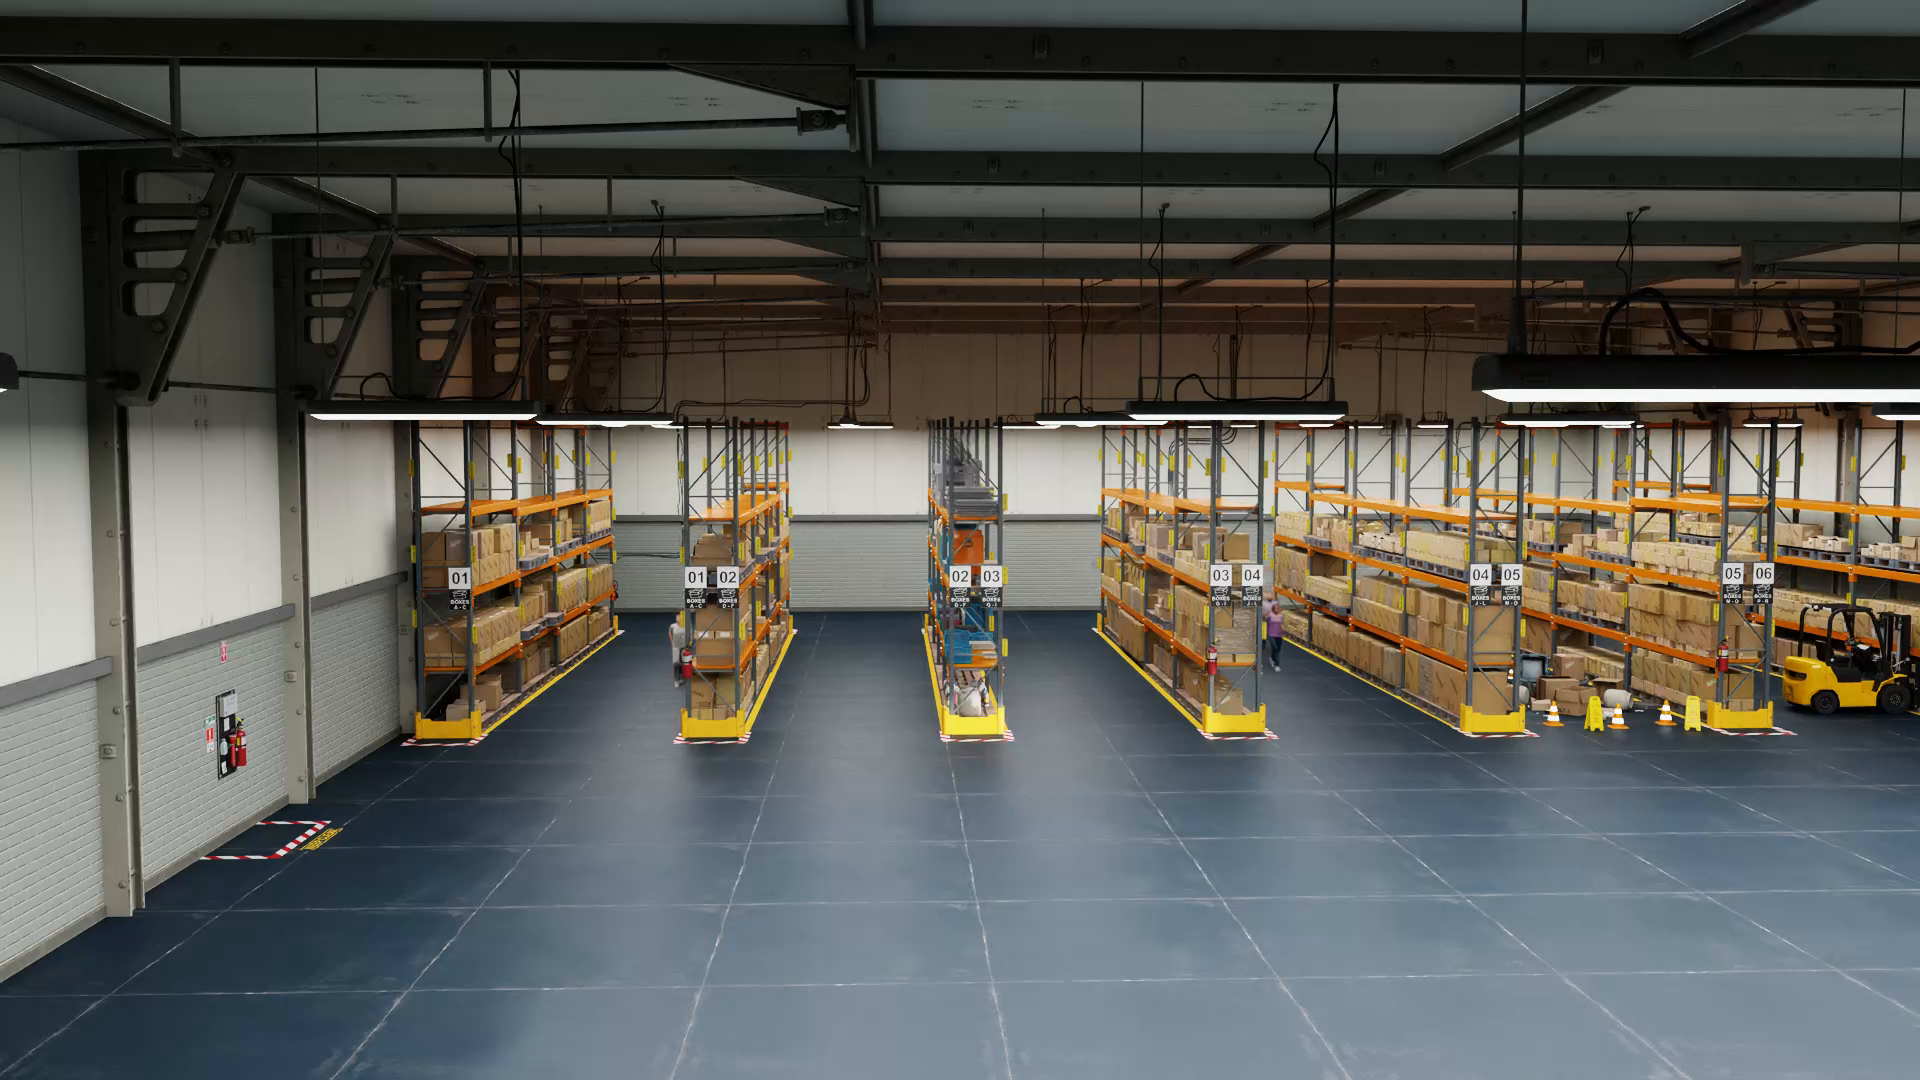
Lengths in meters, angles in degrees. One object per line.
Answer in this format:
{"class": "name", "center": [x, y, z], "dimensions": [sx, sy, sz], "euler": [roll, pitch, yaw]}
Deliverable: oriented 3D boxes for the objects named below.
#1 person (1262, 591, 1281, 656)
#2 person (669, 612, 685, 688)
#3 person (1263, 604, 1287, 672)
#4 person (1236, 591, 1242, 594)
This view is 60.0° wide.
{"class": "person", "center": [7.929, 2.109, 42.491], "dimensions": [0.619, 1.589, 1.044], "euler": [0, 4, 0]}
{"class": "person", "center": [-6.294, 2.464, 37.399], "dimensions": [0.480, 1.700, 0.818], "euler": [-1, 4, -11]}
{"class": "person", "center": [7.542, 2.311, 39.798], "dimensions": [0.538, 1.582, 0.893], "euler": [-1, 4, -9]}
{"class": "person", "center": [7.781, 1.797, 47.070], "dimensions": [0.684, 1.727, 0.643], "euler": [1, 4, 14]}
